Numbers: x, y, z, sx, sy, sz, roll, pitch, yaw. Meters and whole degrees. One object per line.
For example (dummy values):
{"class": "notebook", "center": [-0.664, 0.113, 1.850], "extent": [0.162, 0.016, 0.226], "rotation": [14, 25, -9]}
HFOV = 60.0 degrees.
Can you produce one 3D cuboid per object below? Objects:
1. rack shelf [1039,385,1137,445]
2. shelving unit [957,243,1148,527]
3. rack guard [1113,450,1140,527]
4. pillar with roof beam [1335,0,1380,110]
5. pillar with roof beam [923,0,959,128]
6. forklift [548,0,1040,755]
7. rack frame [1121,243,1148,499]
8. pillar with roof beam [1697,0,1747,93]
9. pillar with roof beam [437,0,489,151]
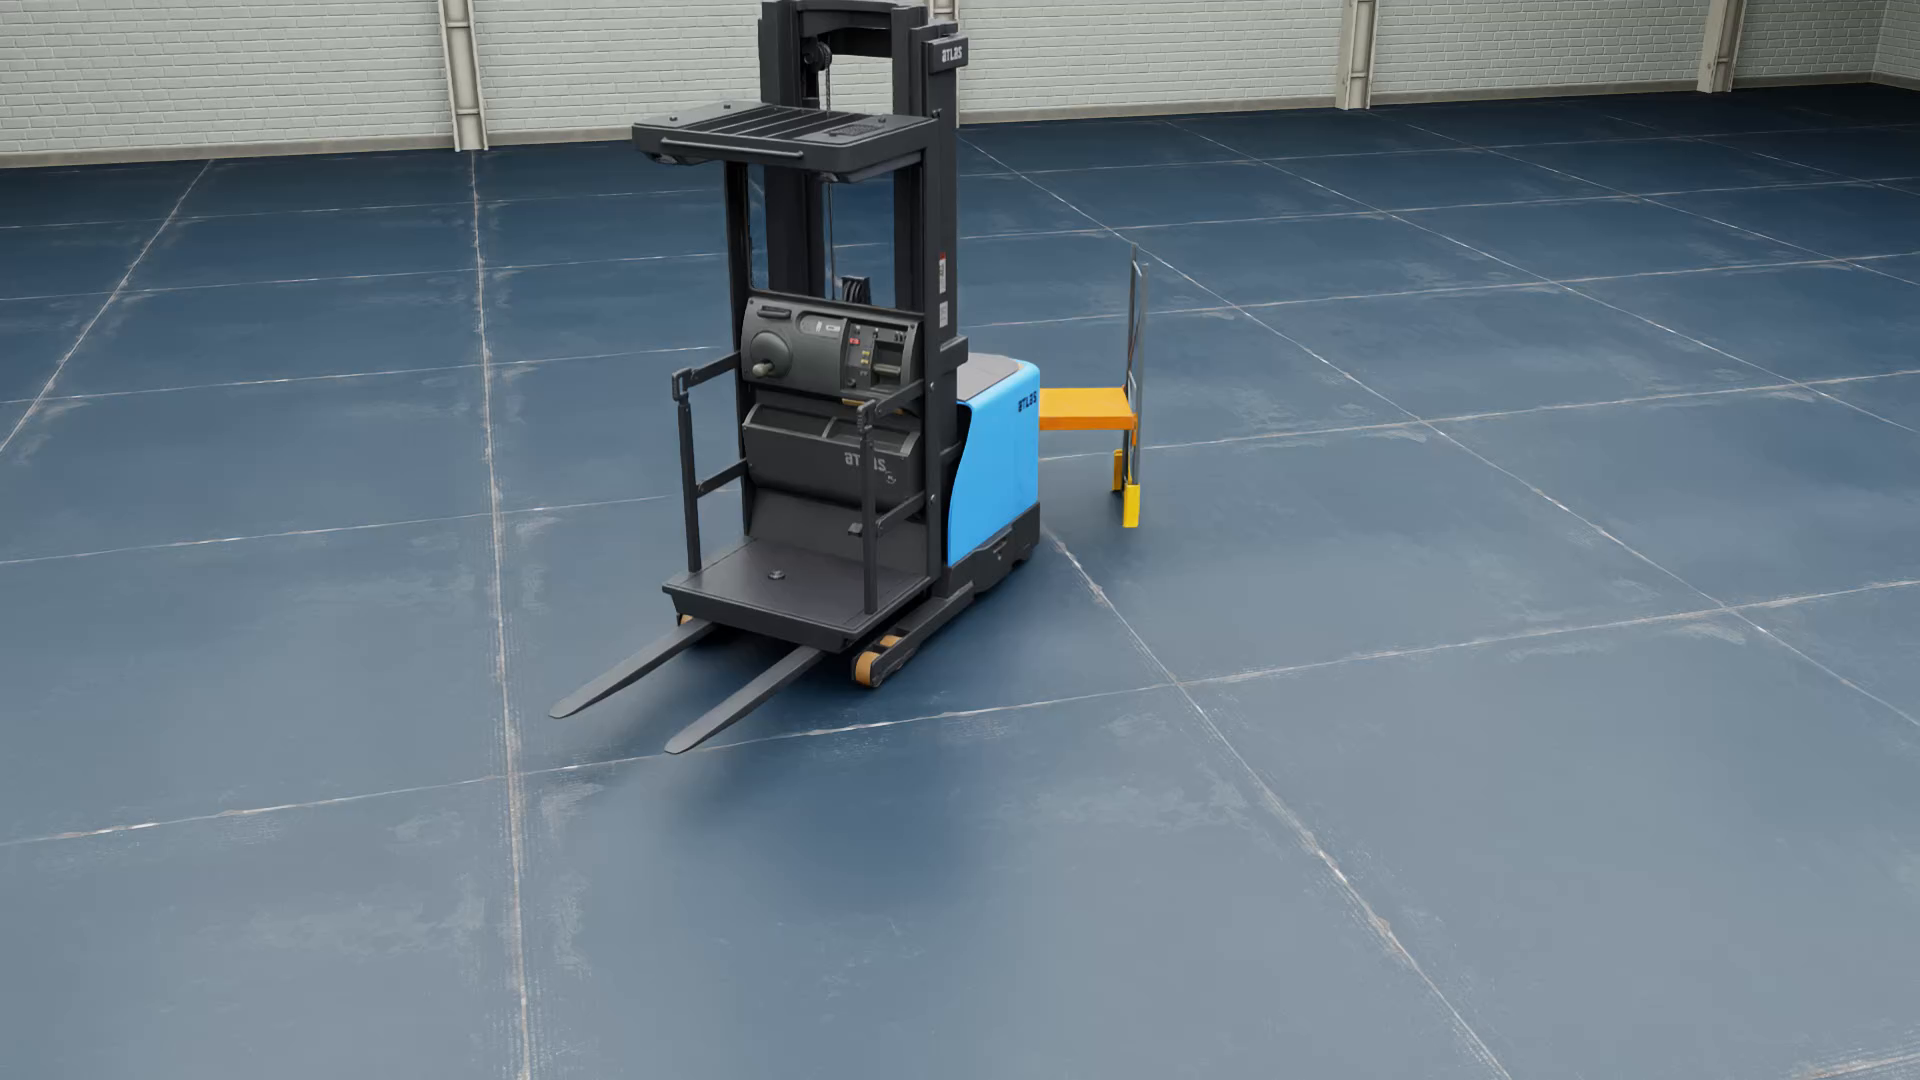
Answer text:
{"class": "rack shelf", "center": [0.474, -0.708, 9.454], "extent": [1.000, 0.185, 0.538], "rotation": [-1, 23, -2]}
{"class": "shelving unit", "center": [0.465, -0.873, 9.383], "extent": [1.083, 1.500, 0.587], "rotation": [-1, 23, -2]}
{"class": "rack guard", "center": [0.963, -0.304, 9.643], "extent": [0.087, 0.250, 0.587], "rotation": [-1, 23, -2]}
{"class": "pillar with roof beam", "center": [6.698, -8.608, 17.900], "extent": [0.400, 9.000, 9.100], "rotation": [-6, 24, -14]}
{"class": "pillar with roof beam", "center": [0.921, -7.969, 16.410], "extent": [0.400, 9.000, 9.100], "rotation": [-6, 24, -14]}
{"class": "forklift", "center": [-0.713, -0.869, 7.559], "extent": [1.130, 2.935, 3.031], "rotation": [12, 26, 26]}
{"class": "rack frame", "center": [0.982, -0.879, 9.397], "extent": [0.032, 1.500, 0.500], "rotation": [-1, 23, -2]}
{"class": "pillar with roof beam", "center": [12.475, -9.247, 19.389], "extent": [0.400, 9.000, 9.100], "rotation": [-6, 24, -14]}
{"class": "pillar with roof beam", "center": [-4.856, -7.330, 14.921], "extent": [0.400, 9.000, 9.100], "rotation": [-6, 24, -14]}
